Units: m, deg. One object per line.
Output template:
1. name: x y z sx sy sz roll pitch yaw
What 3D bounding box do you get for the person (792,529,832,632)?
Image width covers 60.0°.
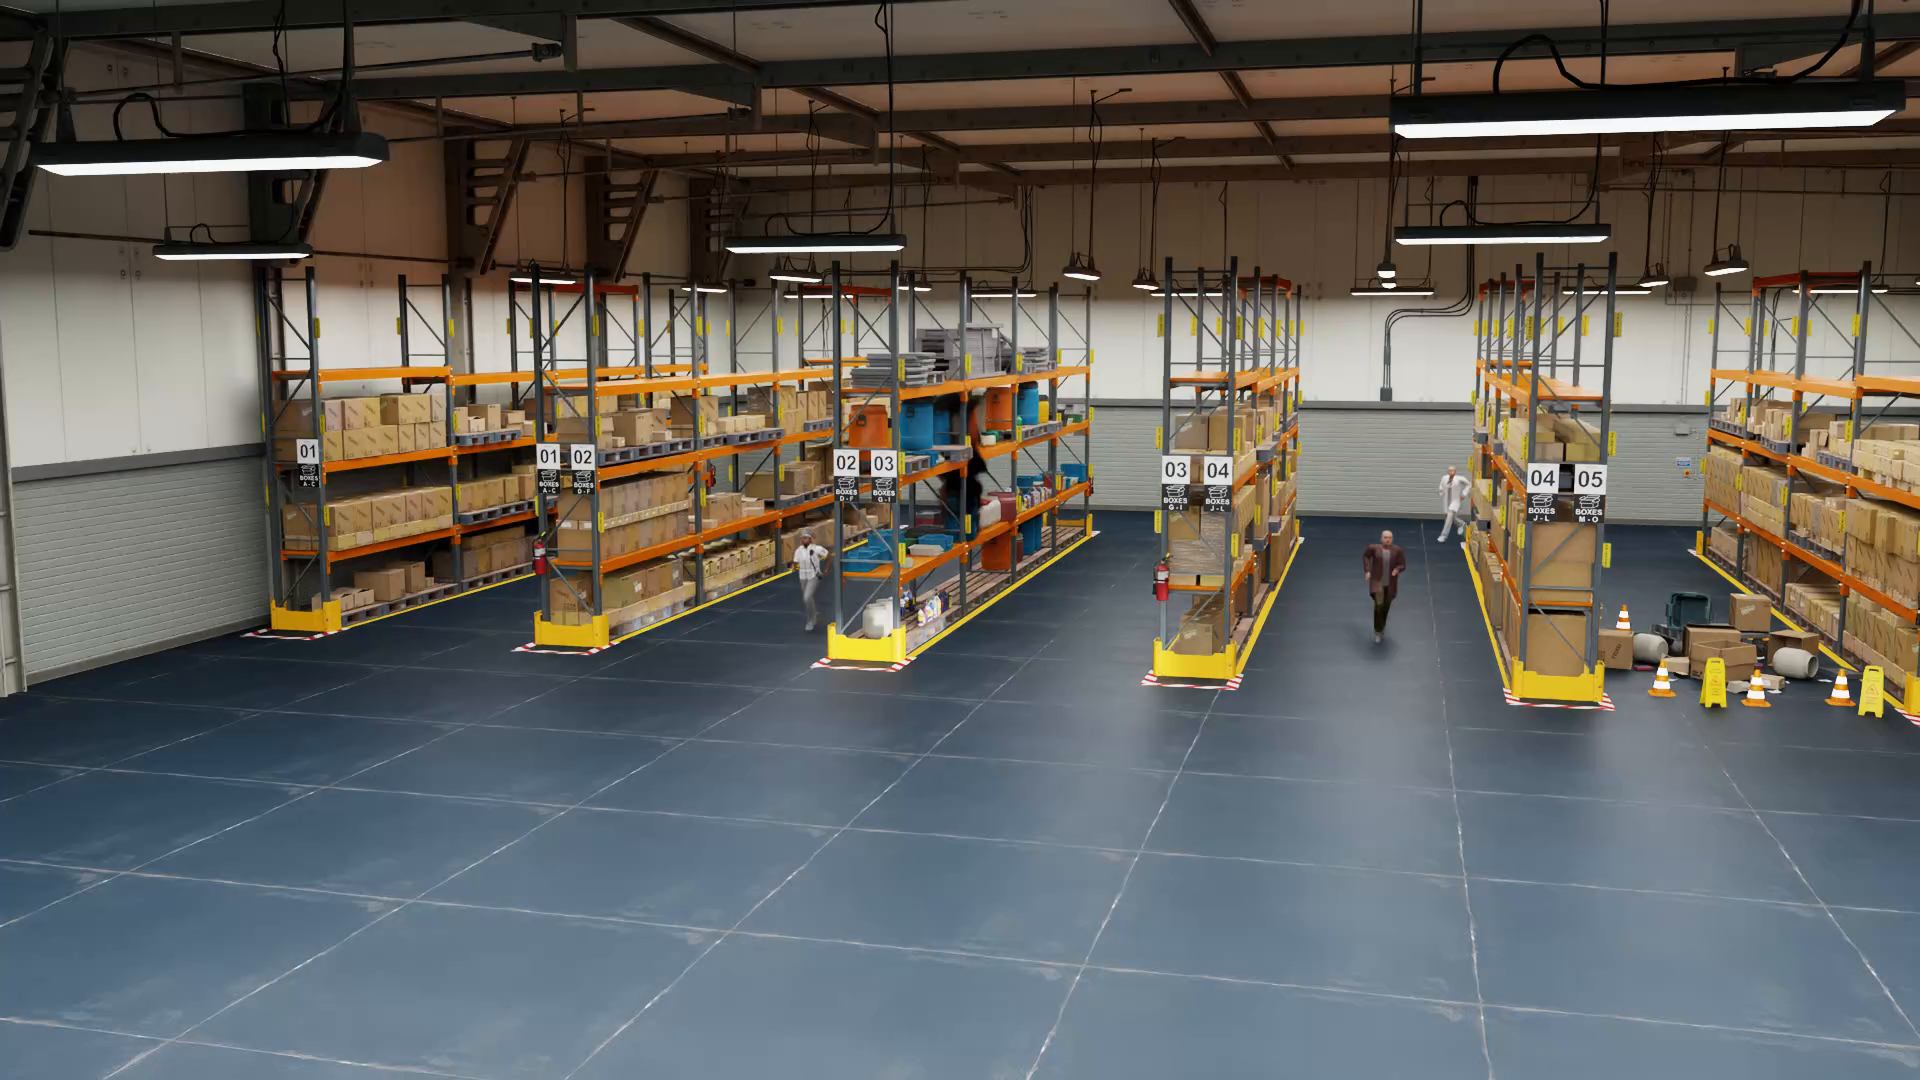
1. person: -2.481 0.660 27.674 0.588 1.703 0.859 3 8 26

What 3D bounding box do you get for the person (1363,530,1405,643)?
1. person: 6.855 0.832 26.910 0.618 1.625 0.966 0 7 0

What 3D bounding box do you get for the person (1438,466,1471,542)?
1. person: 11.687 -0.875 39.418 1.183 1.766 0.722 -6 10 -41
